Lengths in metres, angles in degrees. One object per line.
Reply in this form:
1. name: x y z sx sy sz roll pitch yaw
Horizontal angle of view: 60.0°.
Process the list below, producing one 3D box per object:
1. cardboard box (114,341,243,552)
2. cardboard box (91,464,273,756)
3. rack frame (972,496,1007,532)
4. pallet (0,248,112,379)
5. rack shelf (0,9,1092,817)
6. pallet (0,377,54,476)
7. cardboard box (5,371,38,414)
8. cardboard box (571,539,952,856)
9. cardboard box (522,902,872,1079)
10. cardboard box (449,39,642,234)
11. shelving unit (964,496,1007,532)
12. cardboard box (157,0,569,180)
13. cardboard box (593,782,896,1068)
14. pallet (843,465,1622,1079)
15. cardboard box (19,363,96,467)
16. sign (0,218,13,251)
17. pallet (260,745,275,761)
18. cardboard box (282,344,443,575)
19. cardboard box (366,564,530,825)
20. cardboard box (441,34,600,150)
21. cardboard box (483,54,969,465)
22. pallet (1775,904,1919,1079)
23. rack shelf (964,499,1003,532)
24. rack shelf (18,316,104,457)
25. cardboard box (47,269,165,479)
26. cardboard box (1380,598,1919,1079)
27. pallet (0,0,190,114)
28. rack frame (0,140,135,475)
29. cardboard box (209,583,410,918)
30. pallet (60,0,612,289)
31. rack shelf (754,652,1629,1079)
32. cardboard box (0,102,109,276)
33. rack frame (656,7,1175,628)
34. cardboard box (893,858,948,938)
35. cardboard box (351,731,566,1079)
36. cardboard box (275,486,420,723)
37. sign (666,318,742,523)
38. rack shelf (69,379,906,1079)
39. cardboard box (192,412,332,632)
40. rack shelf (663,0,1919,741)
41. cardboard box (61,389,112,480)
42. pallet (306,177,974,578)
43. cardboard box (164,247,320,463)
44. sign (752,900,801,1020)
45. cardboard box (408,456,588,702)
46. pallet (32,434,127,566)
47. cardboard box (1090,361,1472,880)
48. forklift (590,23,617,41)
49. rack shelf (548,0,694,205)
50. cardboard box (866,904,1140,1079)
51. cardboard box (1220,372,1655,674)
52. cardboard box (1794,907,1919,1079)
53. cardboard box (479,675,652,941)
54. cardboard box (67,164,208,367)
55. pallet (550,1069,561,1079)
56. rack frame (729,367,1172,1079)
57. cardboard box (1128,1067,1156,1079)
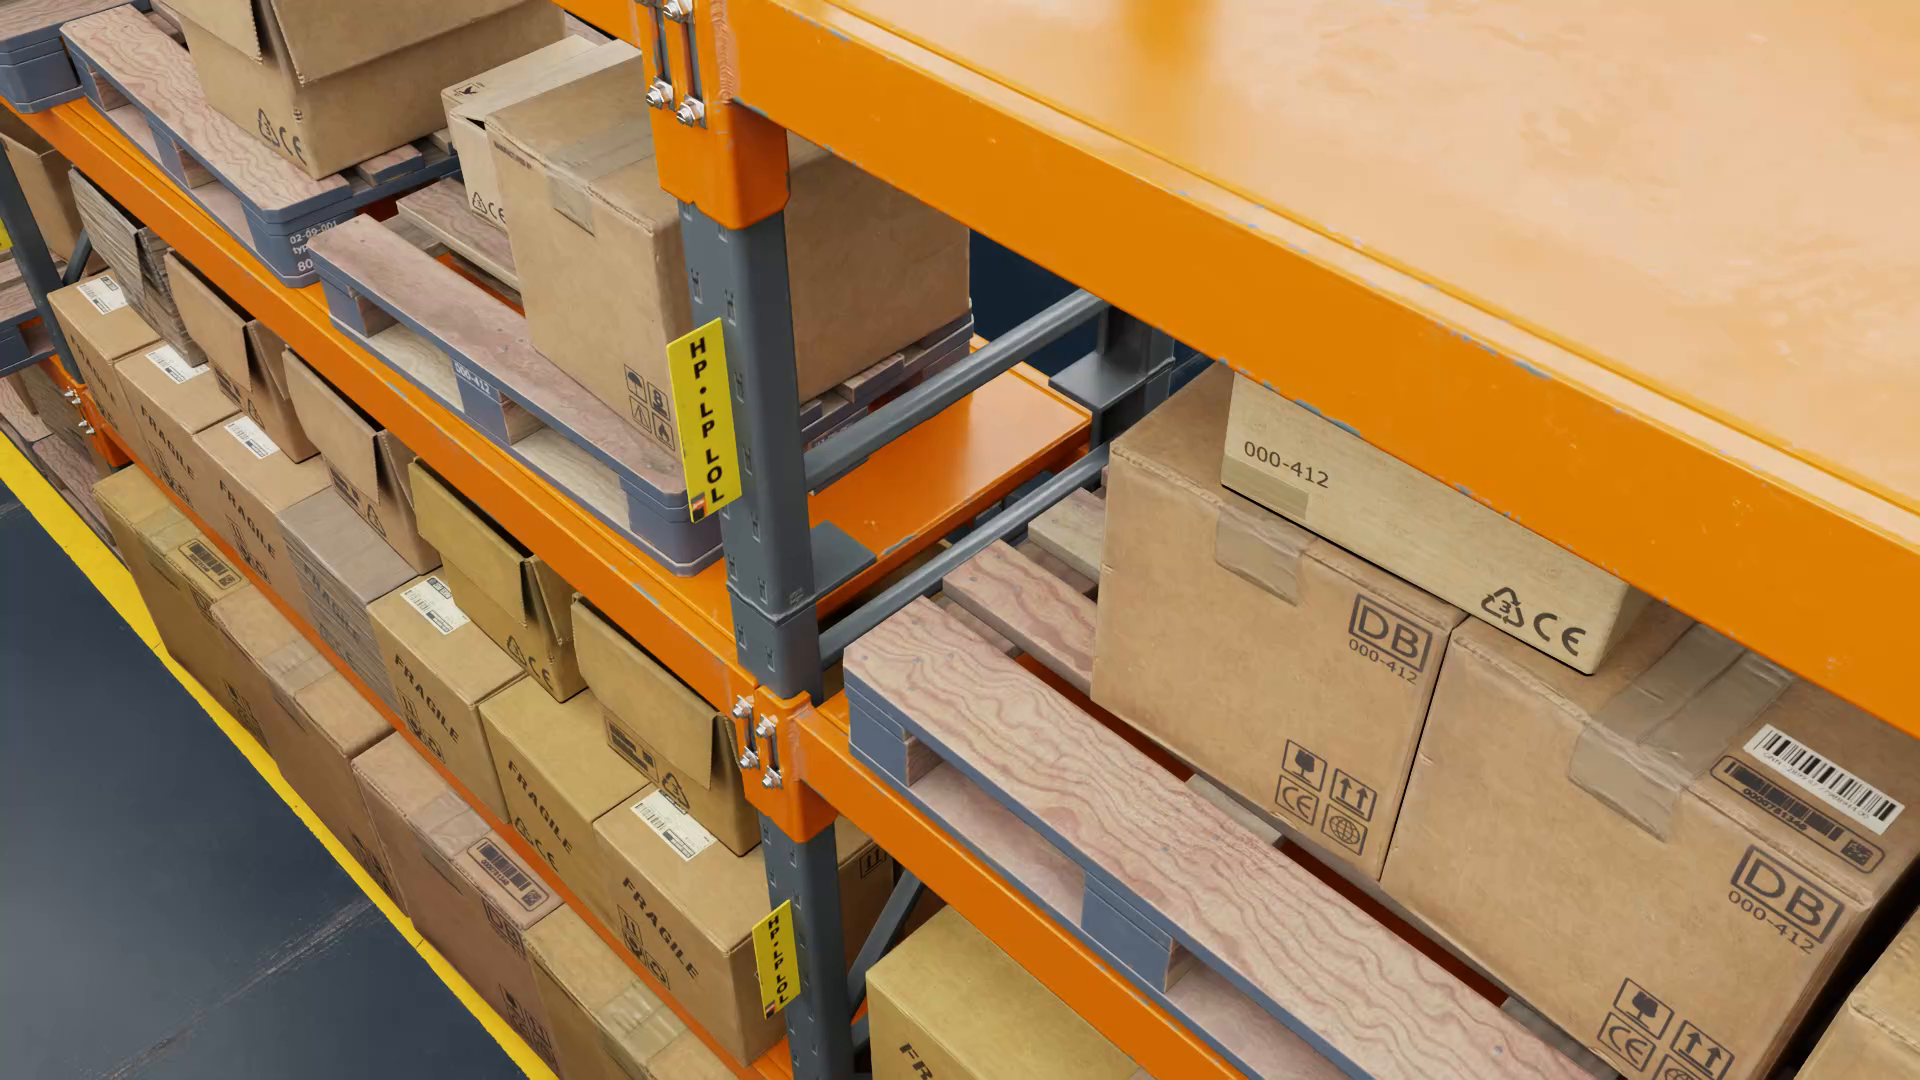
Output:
1. cardboard box: -2.295 -0.374 5.371 0.500 0.500 0.500 33 52 30
2. cardboard box: -2.339 0.020 6.275 0.875 0.875 1.225 32 51 30
3. rack frame: 0.124 -0.301 6.802 0.200 1.050 0.008 -34 53 -31
4. pallet: -3.390 -1.169 6.446 1.213 0.211 1.003 -34 53 -31
5. rack shelf: -1.399 -0.824 4.252 1.077 0.370 4.000 -34 53 -31
6. pallet: -4.219 -0.886 8.053 1.003 0.211 1.213 -34 53 -31
7. cardboard box: -4.104 -1.033 7.676 0.700 0.500 0.500 -30 50 -28
8. cardboard box: -0.443 0.266 3.939 0.637 0.503 0.797 33 52 30
9. cardboard box: -0.452 1.302 4.887 1.225 0.875 0.875 -34 52 -31
10. cardboard box: -0.697 -0.819 3.473 0.500 0.311 0.500 32 52 30
11. shelving unit: 0.038 -0.360 6.866 0.215 1.050 0.252 -34 53 -31
12. cardboard box: -1.353 -1.270 3.819 0.637 0.503 0.797 34 52 31
13. cardboard box: -0.510 0.844 4.053 0.500 0.500 0.500 -34 52 -31
14. pallet: 0.584 0.303 2.567 1.003 0.211 1.213 -34 53 -31
15. cardboard box: -3.699 -0.764 7.385 0.500 0.500 0.700 30 50 28
16. sign: -3.189 -1.079 5.413 0.100 0.325 0.005 -34 53 -31
17. pallet: -2.308 0.491 6.563 1.003 0.211 1.213 -34 53 -31
18. cardboard box: -1.370 -0.360 4.617 0.797 0.503 0.637 -32 52 -30
19. cardboard box: -1.228 0.355 4.582 0.500 0.500 0.500 34 52 31
20. cardboard box: -0.932 -0.977 3.762 0.250 0.149 0.380 32 52 30
21. cardboard box: -0.403 -0.592 3.088 0.700 0.500 0.500 -33 52 -30
22. pallet: 1.441 0.889 1.933 1.003 0.211 1.213 -34 53 -31
23. rack shelf: 0.038 -0.148 7.062 0.215 0.259 0.240 -34 53 -31
24. rack shelf: -4.224 -1.645 7.350 1.077 0.370 4.000 -34 53 -31
25. cardboard box: -2.661 -0.621 5.638 0.500 0.500 0.500 -33 52 -30
26. cardboard box: 0.986 0.253 2.099 0.700 0.500 0.500 -31 51 -29
27. pallet: -2.319 -1.696 4.804 1.213 0.211 1.003 -32 51 -30
28. rack frame: -2.811 -0.948 6.066 1.000 3.000 0.127 -34 53 -31
29. cardboard box: -1.714 0.452 5.807 1.225 0.875 0.875 -34 52 -31
30. pallet: -1.527 -1.160 4.224 1.003 0.211 1.213 -32 51 -30
31. rack shelf: 1.426 1.098 2.172 1.077 0.370 4.000 -34 53 -31
32. cardboard box: -3.221 -1.379 6.149 0.500 0.500 0.500 28 50 27
33. rack frame: 0.014 -1.229 1.950 1.000 3.000 0.127 -34 53 -31
34. cardboard box: -0.134 0.597 4.321 0.500 0.500 0.500 -34 52 -31
35. cardboard box: -1.084 0.873 5.351 0.875 0.875 1.225 32 52 30
36. cardboard box: -1.579 0.112 4.845 0.500 0.500 0.500 -34 52 -31
37. sign: -0.364 -0.168 2.399 0.100 0.325 0.005 -34 53 -31
38. rack shelf: -1.399 0.277 5.270 1.077 0.370 4.000 -34 53 -31
39. cardboard box: -1.930 -0.129 5.106 0.500 0.500 0.500 33 52 31
40. rack shelf: 1.426 0.143 1.290 1.077 0.370 4.000 -34 53 -31
41. cardboard box: -3.298 -0.504 7.103 0.500 0.500 0.700 31 51 29
42. pallet: -0.669 -0.474 3.484 1.217 0.209 0.805 32 52 30
43. cardboard box: -1.848 -0.680 4.962 0.797 0.503 0.637 -33 52 -30
44. sign: -0.364 0.843 3.333 0.100 0.325 0.005 -34 53 -31
45. cardboard box: -0.920 -0.069 4.302 0.797 0.503 0.637 -33 52 -31
46. pallet: -3.362 -0.300 7.419 1.003 0.211 1.213 -34 53 -31
47. cardboard box: 0.609 -0.008 2.381 0.500 0.500 0.700 31 51 29
48. forklift: -1.215 -2.214 7.487 1.130 2.935 3.031 -26 49 -25
49. rack shelf: -1.399 -1.779 3.370 1.077 0.370 4.000 -34 53 -31
50. cardboard box: 0.171 0.997 3.299 0.500 0.500 0.500 -34 53 -31
51. cardboard box: 0.673 -0.176 2.010 0.500 0.250 0.500 31 51 29
52. cardboard box: 1.254 0.572 1.754 0.700 0.500 0.500 -32 51 -30
53. cardboard box: -0.855 0.602 4.314 0.500 0.500 0.500 -32 52 -30
54. cardboard box: -2.306 -0.994 5.303 0.797 0.503 0.637 -32 52 -30
55. pallet: -0.585 1.664 5.294 1.003 0.211 1.213 -34 53 -31
56. rack frame: 0.014 0.974 3.986 1.000 3.000 0.127 -34 53 -31
57. cardboard box: 0.513 1.238 3.039 0.500 0.500 0.500 -34 53 -31
